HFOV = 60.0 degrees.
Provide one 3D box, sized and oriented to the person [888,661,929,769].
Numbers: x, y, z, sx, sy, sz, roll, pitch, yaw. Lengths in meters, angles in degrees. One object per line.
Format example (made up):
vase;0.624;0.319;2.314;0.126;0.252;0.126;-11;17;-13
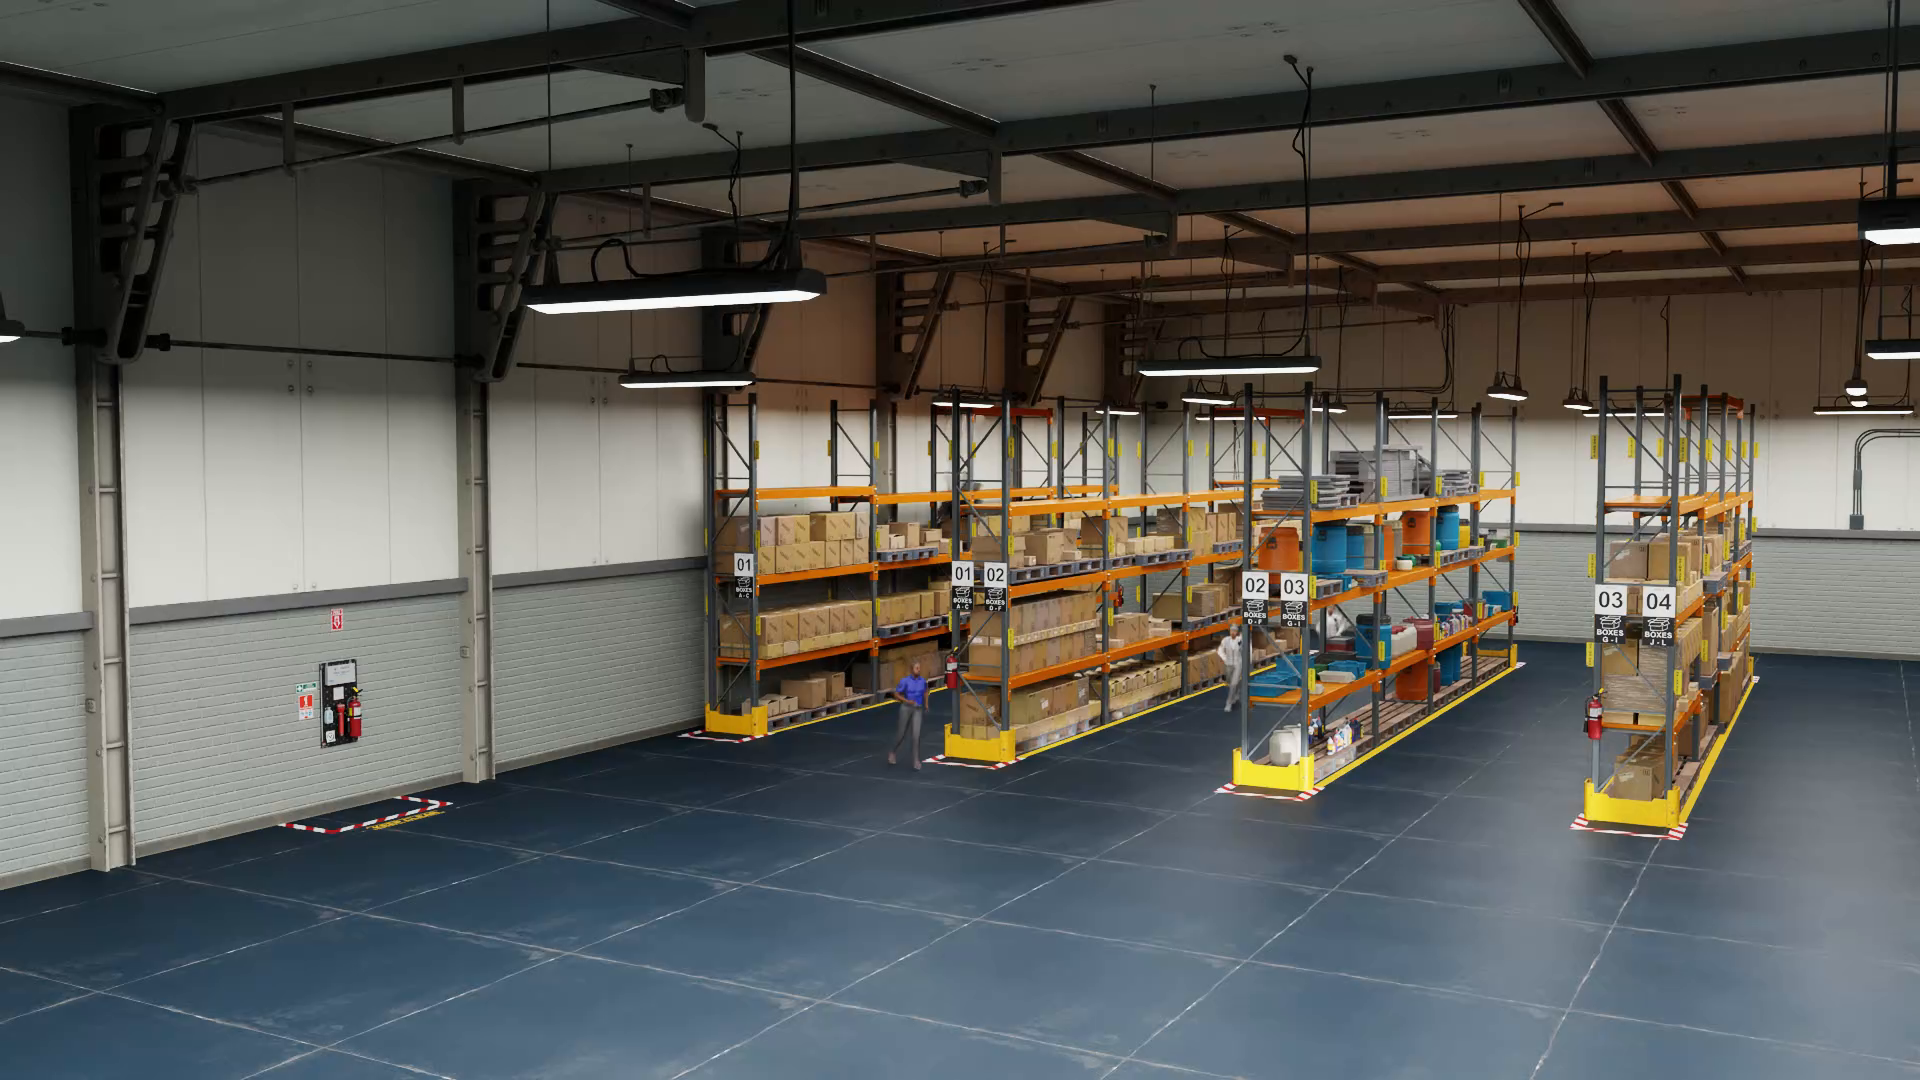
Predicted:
person;-0.733;2.740;26.239;0.614;1.629;0.883;-1;3;-23

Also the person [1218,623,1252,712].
person;5.287;2.432;32.149;0.608;1.688;0.944;1;3;20

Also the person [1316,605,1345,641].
person;8.234;2.188;36.971;0.623;1.662;0.587;1;3;14
